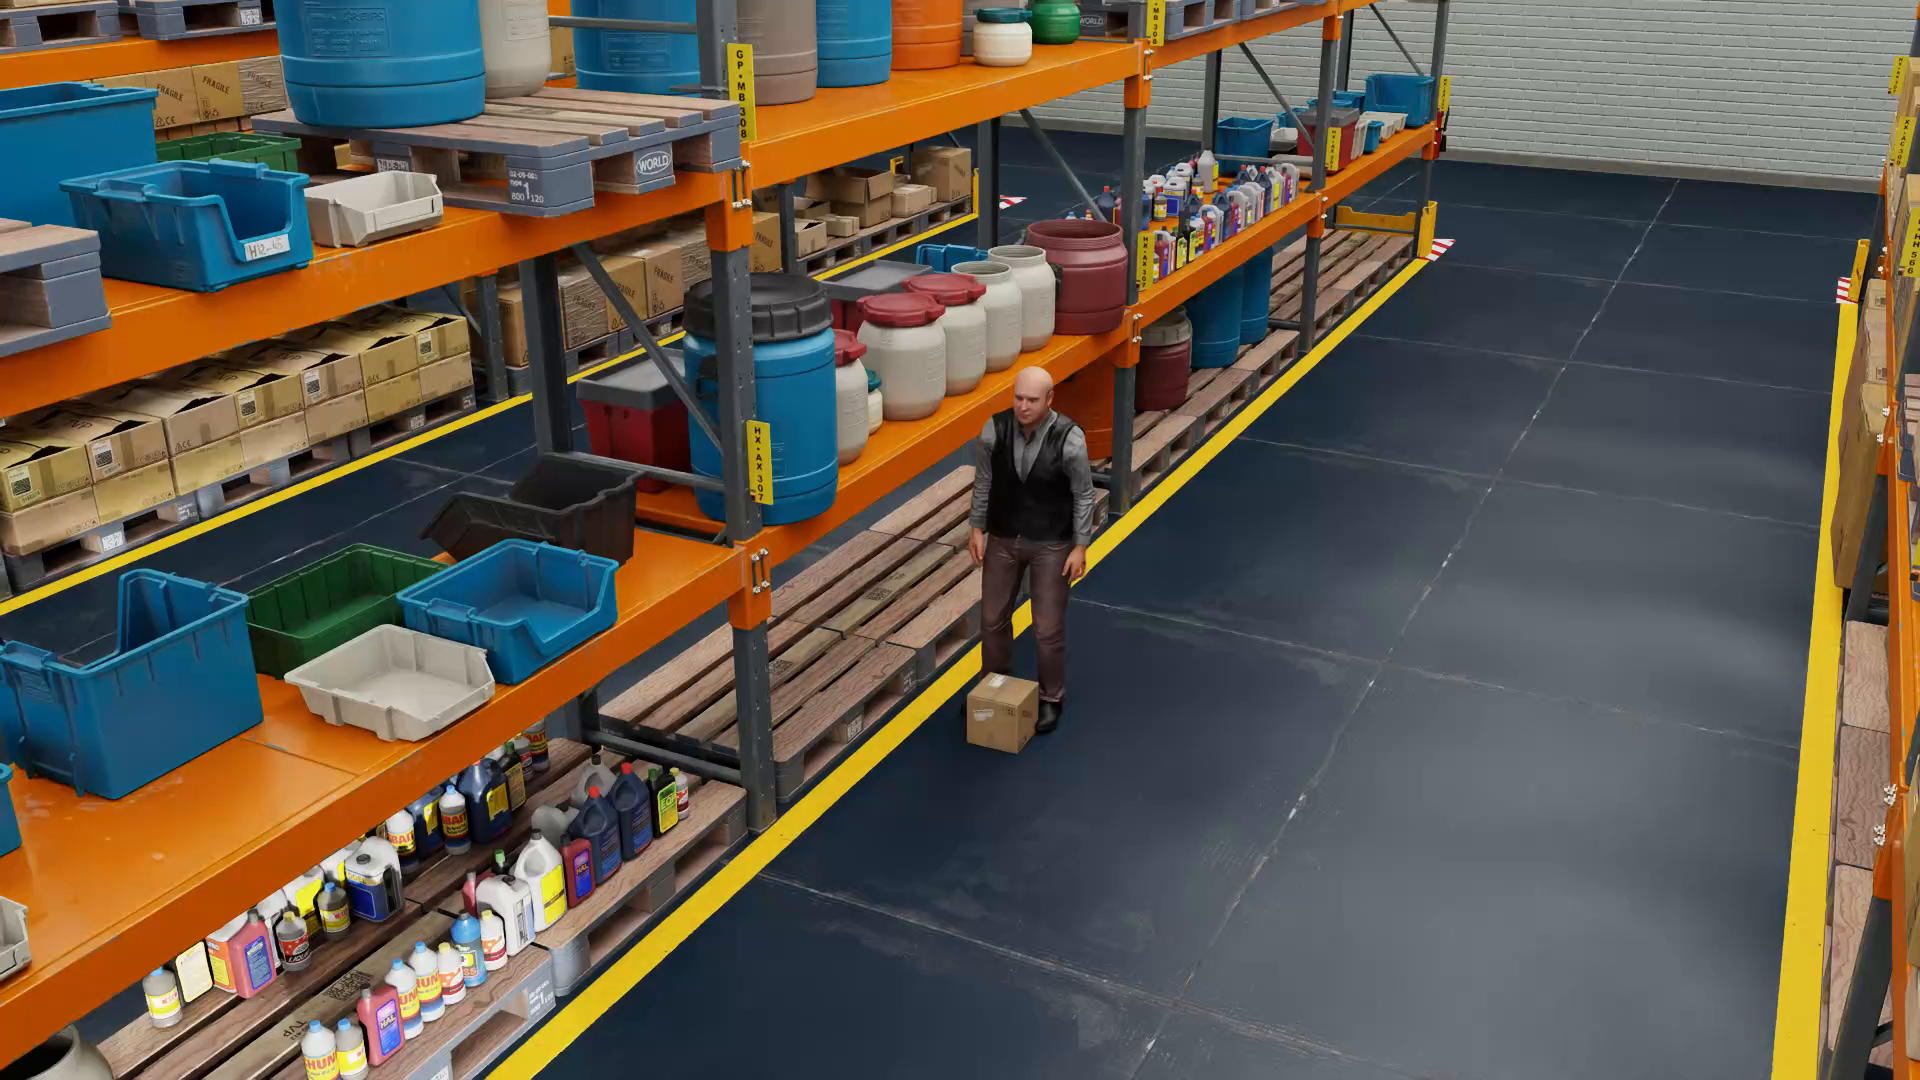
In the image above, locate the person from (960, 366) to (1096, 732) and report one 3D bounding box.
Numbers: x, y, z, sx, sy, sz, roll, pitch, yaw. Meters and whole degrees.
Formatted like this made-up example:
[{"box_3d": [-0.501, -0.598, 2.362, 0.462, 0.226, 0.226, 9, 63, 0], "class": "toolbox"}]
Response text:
[{"box_3d": [0.323, 0.016, 7.588, 0.586, 1.720, 0.421, 9, 24, 22], "class": "person"}]
